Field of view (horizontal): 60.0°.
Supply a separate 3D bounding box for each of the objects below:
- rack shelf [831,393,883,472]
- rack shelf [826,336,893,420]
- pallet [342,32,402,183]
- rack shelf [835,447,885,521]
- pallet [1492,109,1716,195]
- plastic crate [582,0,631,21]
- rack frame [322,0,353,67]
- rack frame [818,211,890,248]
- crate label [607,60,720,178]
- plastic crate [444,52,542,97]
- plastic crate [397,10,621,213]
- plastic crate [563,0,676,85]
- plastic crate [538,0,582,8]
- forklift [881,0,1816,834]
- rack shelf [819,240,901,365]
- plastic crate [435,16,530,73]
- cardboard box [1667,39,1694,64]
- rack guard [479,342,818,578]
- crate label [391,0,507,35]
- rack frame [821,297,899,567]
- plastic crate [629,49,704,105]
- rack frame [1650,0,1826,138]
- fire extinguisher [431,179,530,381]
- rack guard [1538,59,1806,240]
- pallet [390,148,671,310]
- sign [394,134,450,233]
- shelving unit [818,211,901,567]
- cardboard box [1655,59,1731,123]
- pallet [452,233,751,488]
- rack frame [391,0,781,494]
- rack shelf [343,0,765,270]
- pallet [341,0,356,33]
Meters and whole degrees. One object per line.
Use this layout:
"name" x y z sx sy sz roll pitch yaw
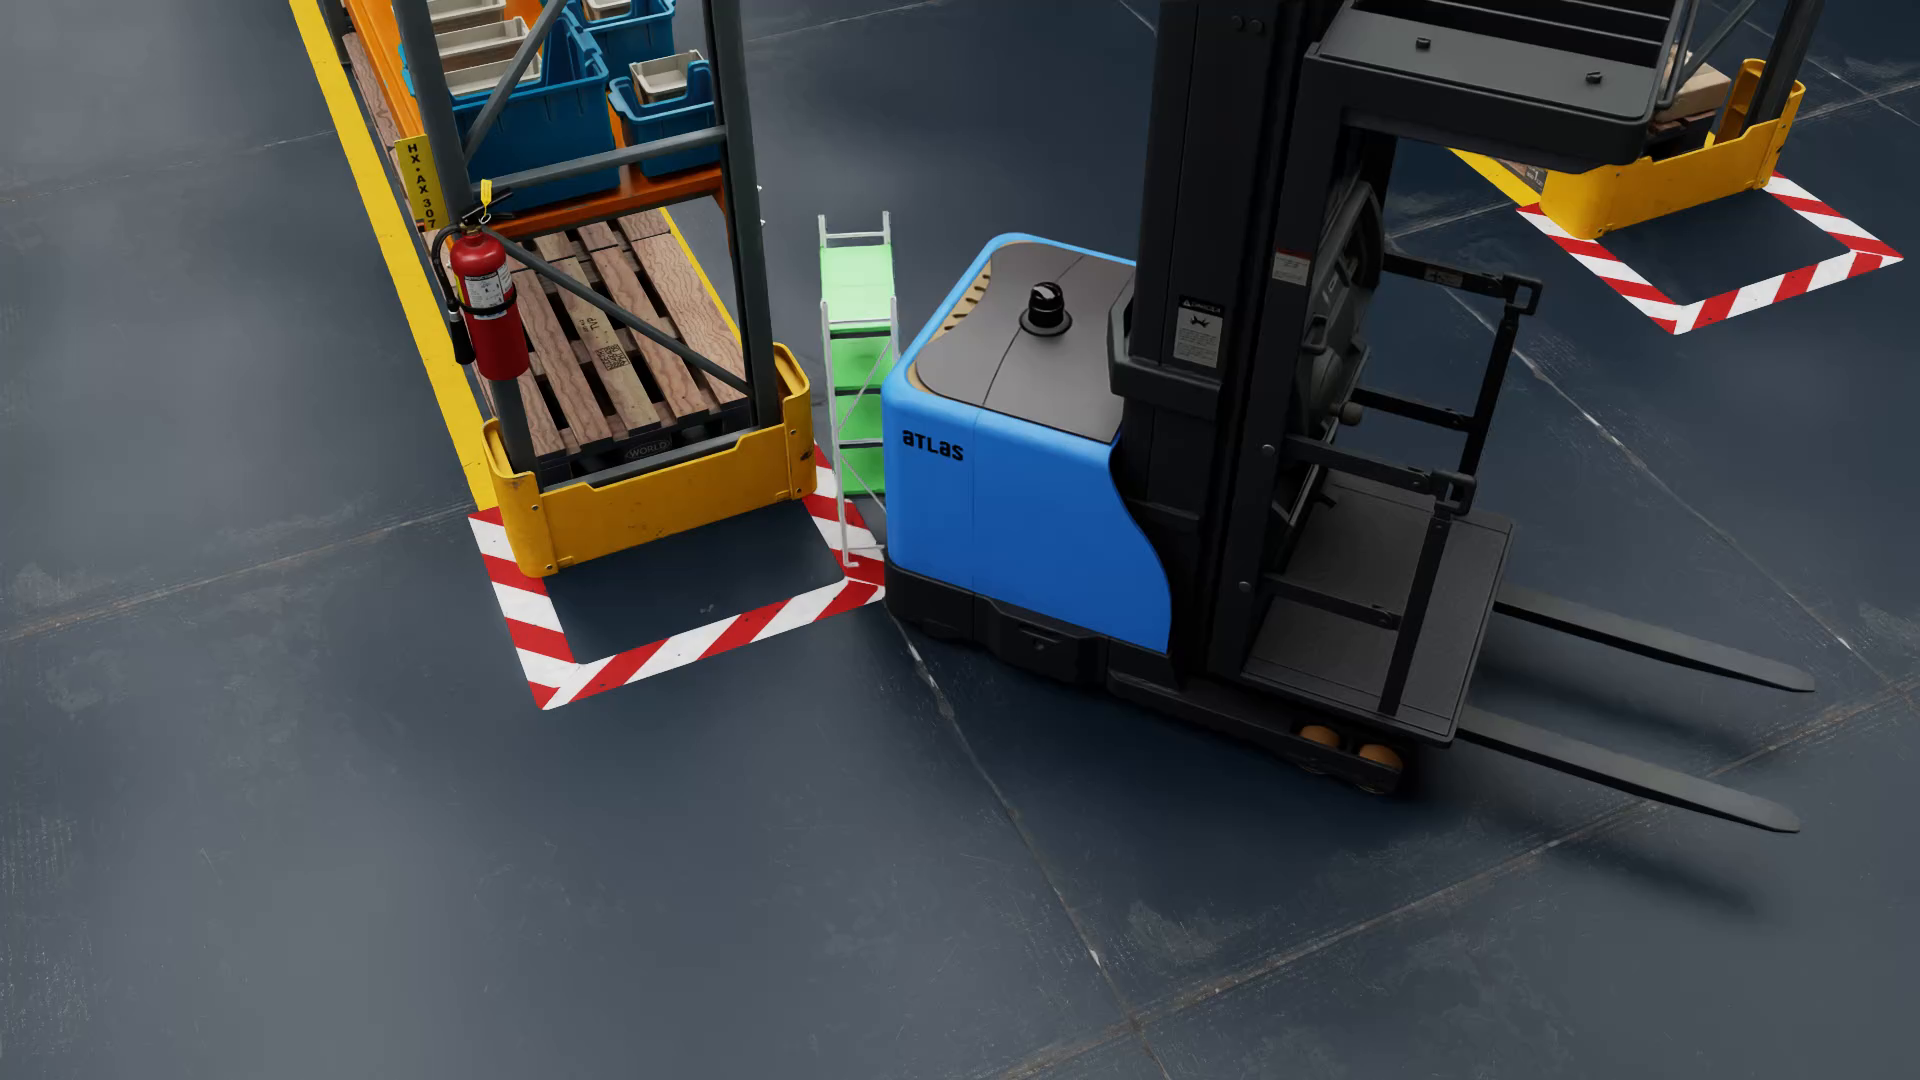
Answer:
"rack shelf" -0.336 -0.466 5.956 0.258 0.148 0.480 -4 45 -3
"rack shelf" -0.338 -0.636 5.787 0.258 0.148 0.480 -4 45 -3
"pallet" -2.494 -2.305 8.435 1.003 0.211 1.213 -18 47 -17
"rack shelf" -0.333 -0.295 6.125 0.258 0.148 0.480 -4 45 -3
"pallet" 2.971 -2.229 8.359 1.003 0.211 1.213 -18 47 -17
"plastic crate" -1.307 -2.049 6.336 0.250 0.136 0.298 -18 47 -17
"rack frame" -2.838 -3.754 7.919 1.000 3.000 0.127 -18 47 -17
"rack frame" -0.356 -0.682 6.084 0.240 1.200 0.015 -4 45 -3
"crate label" -0.962 -1.422 5.632 0.416 0.233 0.303 -18 47 -17
"plastic crate" -1.664 -1.599 5.880 0.396 0.136 0.243 -18 47 -17
"plastic crate" -1.467 -1.398 5.463 0.616 0.435 0.499 -18 47 -17
"plastic crate" -1.238 -1.841 6.057 0.416 0.233 0.300 -18 47 -17
"plastic crate" -1.515 -2.261 6.482 0.416 0.233 0.300 -18 47 -17
"forklift" 1.296 -0.646 4.818 3.031 2.935 1.130 17 47 17
"rack shelf" -0.341 -0.807 5.618 0.258 0.148 0.480 -4 45 -3
"plastic crate" -1.772 -1.788 6.072 0.396 0.136 0.243 -18 47 -17
"cardboard box" 3.370 -2.342 8.191 0.380 0.166 0.250 -18 47 -17
"rack guard" -1.135 -0.304 6.202 1.175 0.500 0.348 -18 47 -17
"crate label" -1.912 -1.958 6.244 0.396 0.136 0.243 -18 47 -17
"rack frame" -0.317 -0.340 5.738 0.240 1.200 0.015 -4 45 -3
"plastic crate" -1.021 -1.616 5.897 0.250 0.136 0.298 -18 47 -17
"rack frame" 3.339 -2.666 6.816 1.000 3.000 0.127 -18 47 -17
"fire extinguisher" -1.505 -0.815 5.261 0.296 0.674 0.183 -18 47 -17
"rack guard" 3.307 -1.825 7.743 1.175 0.500 0.348 -18 47 -17
"pallet" -1.977 -1.526 7.646 1.003 0.211 1.213 -18 47 -17
"sign" -1.649 -1.091 5.104 0.100 0.325 0.005 -18 47 -17
"shelving unit" -0.336 -0.511 5.911 0.258 1.200 0.503 -4 45 -3
"cardboard box" 3.475 -2.176 8.036 0.380 0.149 0.250 -18 47 -17
"pallet" -1.468 -0.750 6.860 1.003 0.211 1.213 -18 47 -17
"rack frame" -1.157 -1.205 5.336 1.000 3.000 0.127 -18 47 -17
"rack shelf" -1.997 -2.224 6.880 1.077 0.370 4.000 -18 47 -17
"pallet" -3.125 -3.266 9.410 1.003 0.211 1.213 -18 47 -17
